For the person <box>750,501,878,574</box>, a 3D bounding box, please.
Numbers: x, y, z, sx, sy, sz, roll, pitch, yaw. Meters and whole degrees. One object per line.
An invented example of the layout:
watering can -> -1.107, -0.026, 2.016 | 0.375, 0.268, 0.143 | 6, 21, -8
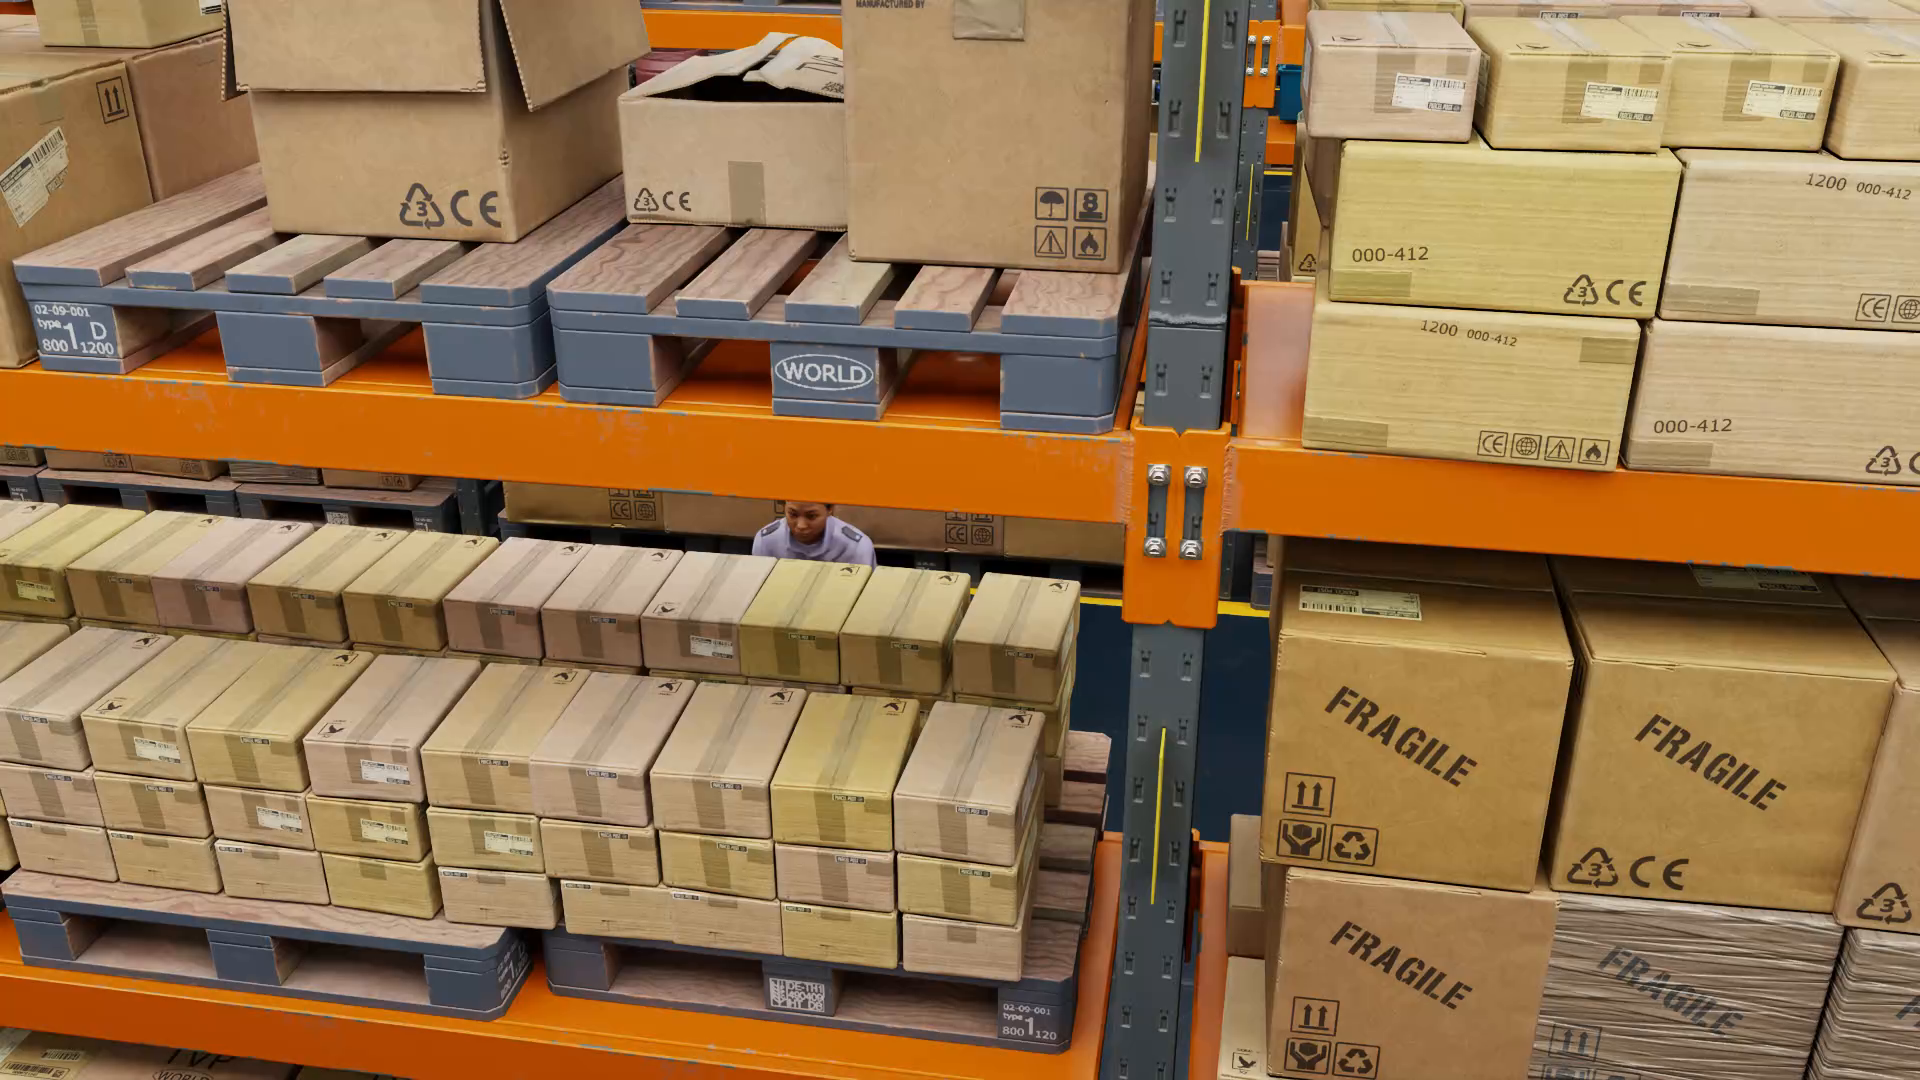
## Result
person -> -0.535, 0.477, 6.097 | 0.543, 1.652, 0.367 | 4, 25, 8
